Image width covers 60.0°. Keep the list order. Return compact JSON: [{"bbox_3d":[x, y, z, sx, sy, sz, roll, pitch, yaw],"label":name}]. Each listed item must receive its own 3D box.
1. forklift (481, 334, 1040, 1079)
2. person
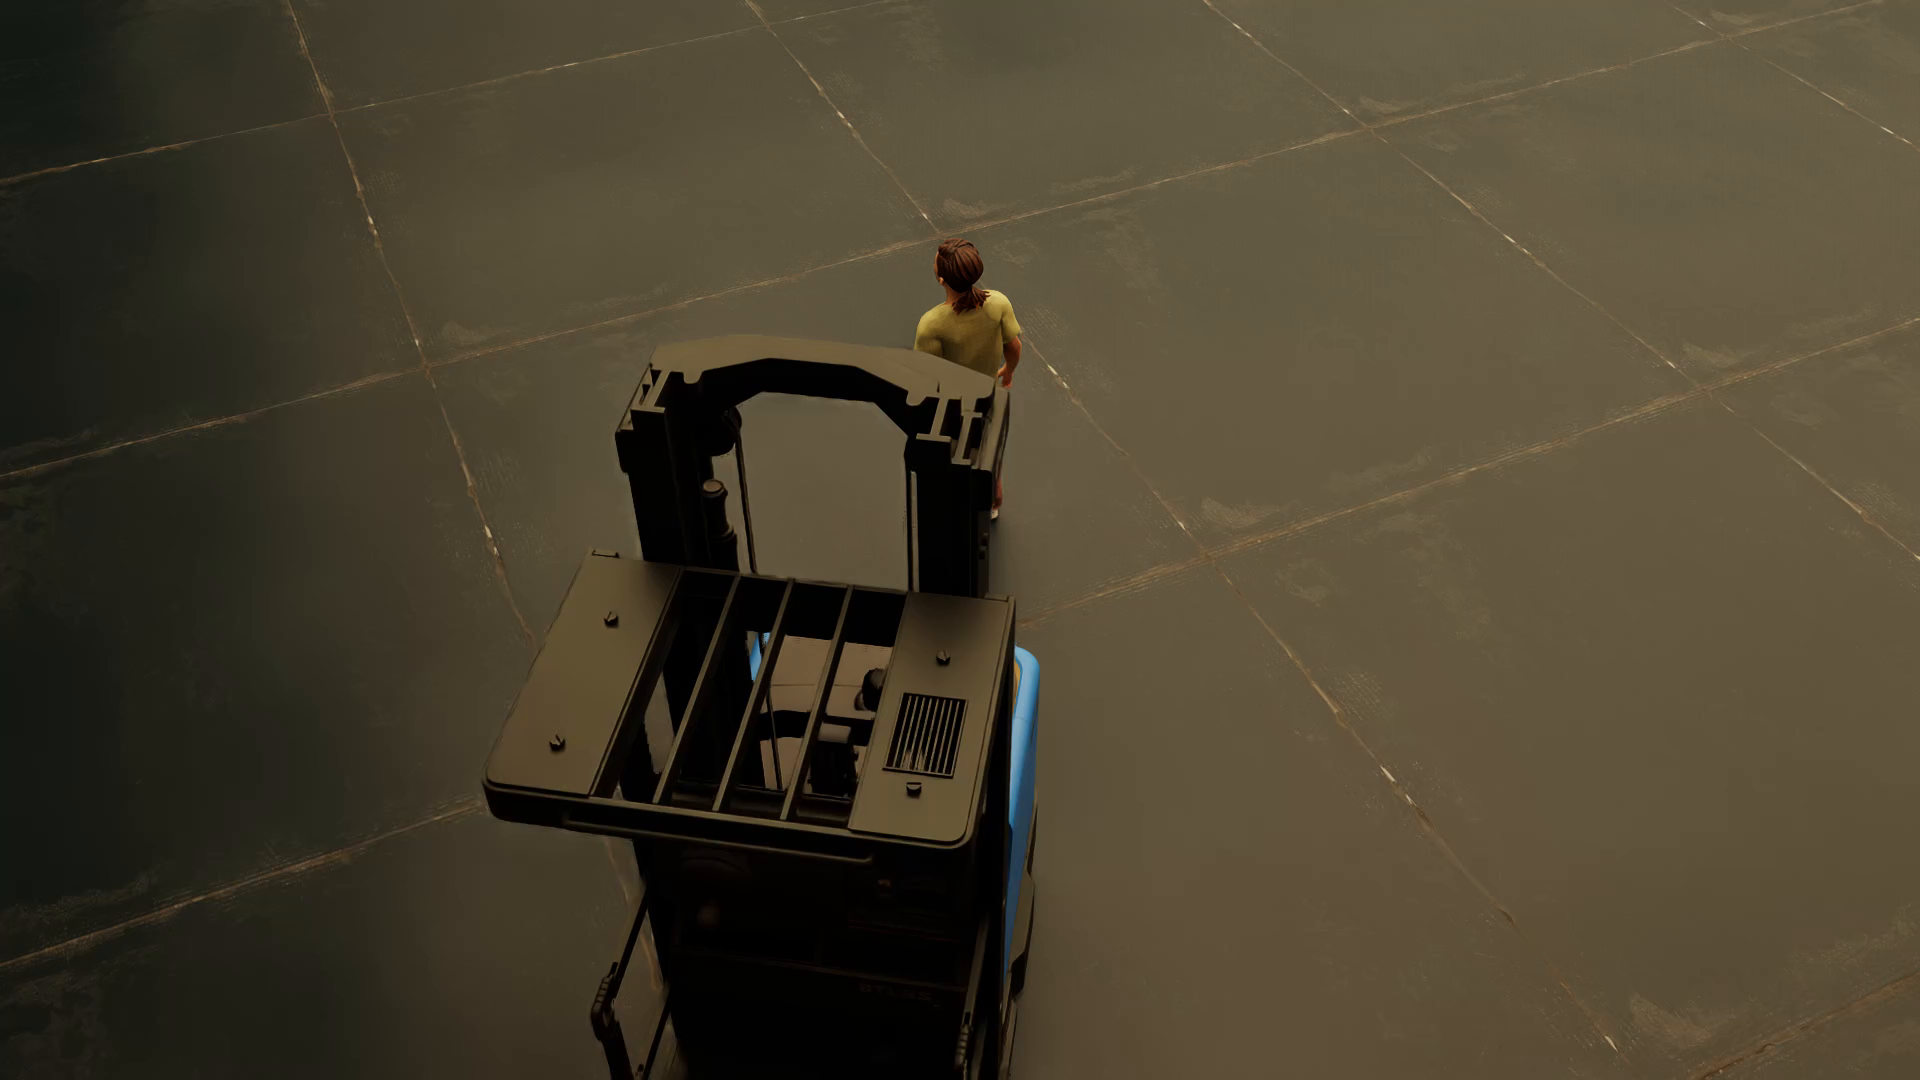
[{"bbox_3d":[-0.446,1.034,4.572,1.130,2.935,3.031,6,43,7],"label":"forklift"},{"bbox_3d":[-0.021,-0.667,7.304,0.554,1.673,0.548,-18,46,-18],"label":"person"}]
